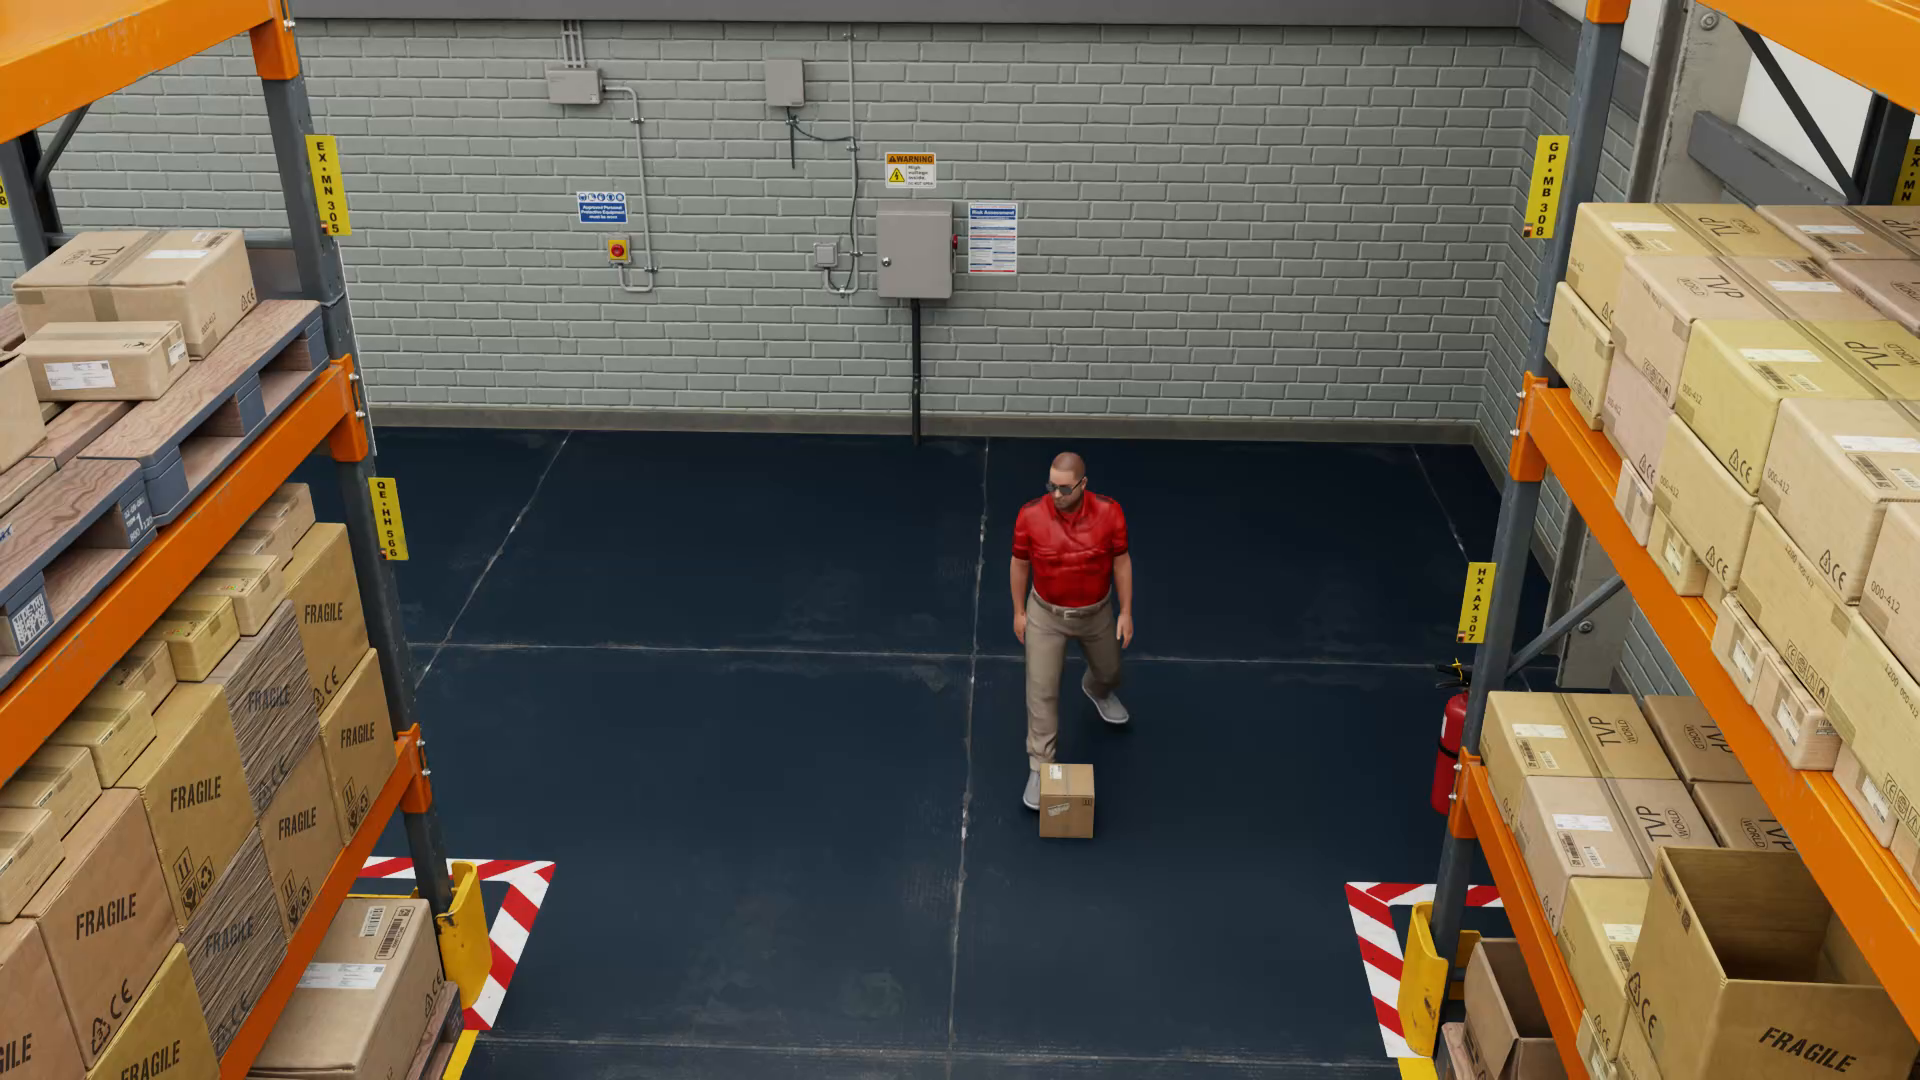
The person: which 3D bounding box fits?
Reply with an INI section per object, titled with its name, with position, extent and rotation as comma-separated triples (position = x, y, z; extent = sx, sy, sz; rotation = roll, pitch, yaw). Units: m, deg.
[person]
position = 0.566, 0.345, 7.968
extent = 0.647, 1.706, 0.871
rotation = -2, 28, -3
